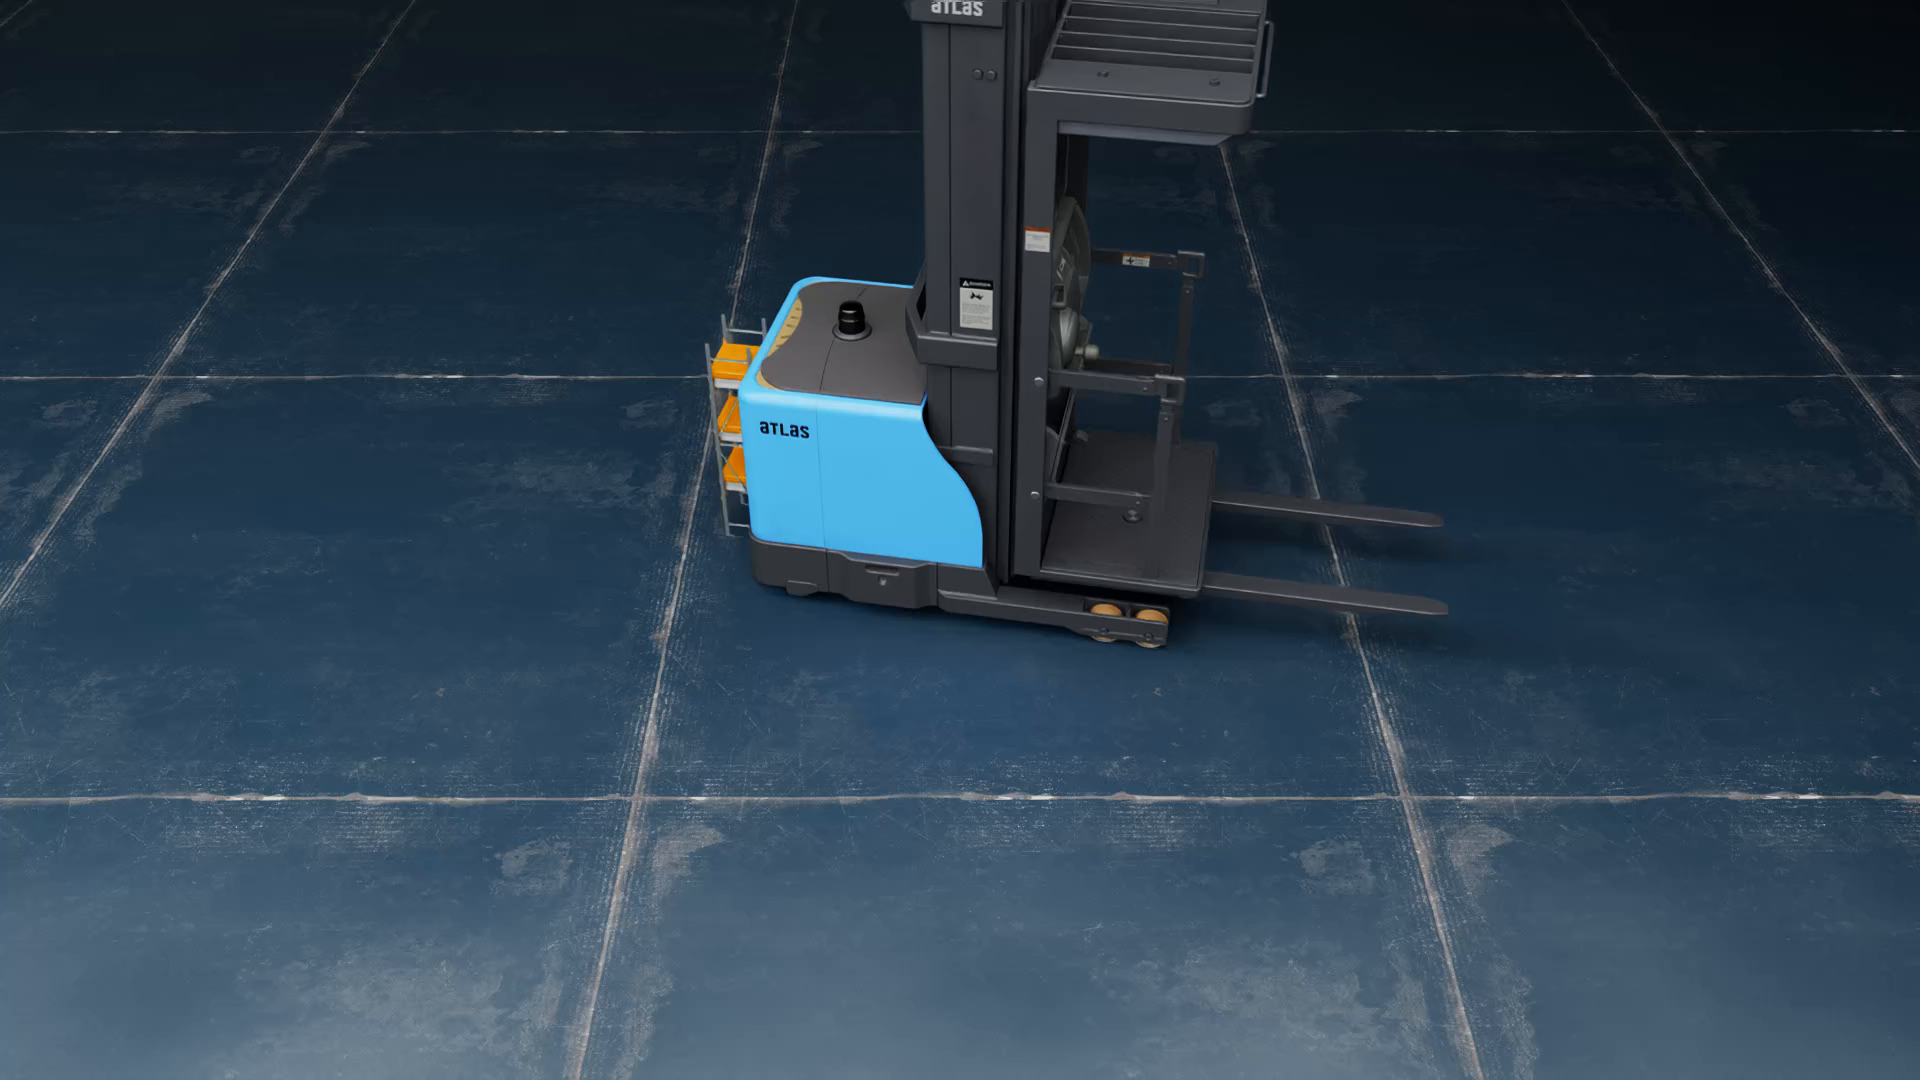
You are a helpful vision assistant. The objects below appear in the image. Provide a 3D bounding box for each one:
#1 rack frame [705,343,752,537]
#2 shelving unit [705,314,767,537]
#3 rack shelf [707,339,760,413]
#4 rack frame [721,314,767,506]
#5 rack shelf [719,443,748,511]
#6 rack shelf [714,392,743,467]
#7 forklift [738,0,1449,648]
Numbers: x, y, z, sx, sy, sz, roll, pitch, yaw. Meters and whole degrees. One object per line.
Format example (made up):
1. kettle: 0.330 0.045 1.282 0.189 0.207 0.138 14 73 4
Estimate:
1. rack frame: -0.993 -0.419 7.434 0.200 1.050 0.008 6 39 8
2. shelving unit: -0.972 -0.494 7.528 0.215 1.050 0.252 6 39 8
3. rack shelf: -0.972 -0.708 7.357 0.215 0.259 0.240 6 39 8
4. rack frame: -0.950 -0.570 7.621 0.200 1.050 0.008 6 39 8
5. rack shelf: -0.972 -0.269 7.708 0.215 0.259 0.240 6 39 8
6. rack shelf: -0.972 -0.486 7.534 0.215 0.259 0.240 6 39 8
7. forklift: 0.636 -1.043 6.707 3.031 2.935 1.130 7 39 8
